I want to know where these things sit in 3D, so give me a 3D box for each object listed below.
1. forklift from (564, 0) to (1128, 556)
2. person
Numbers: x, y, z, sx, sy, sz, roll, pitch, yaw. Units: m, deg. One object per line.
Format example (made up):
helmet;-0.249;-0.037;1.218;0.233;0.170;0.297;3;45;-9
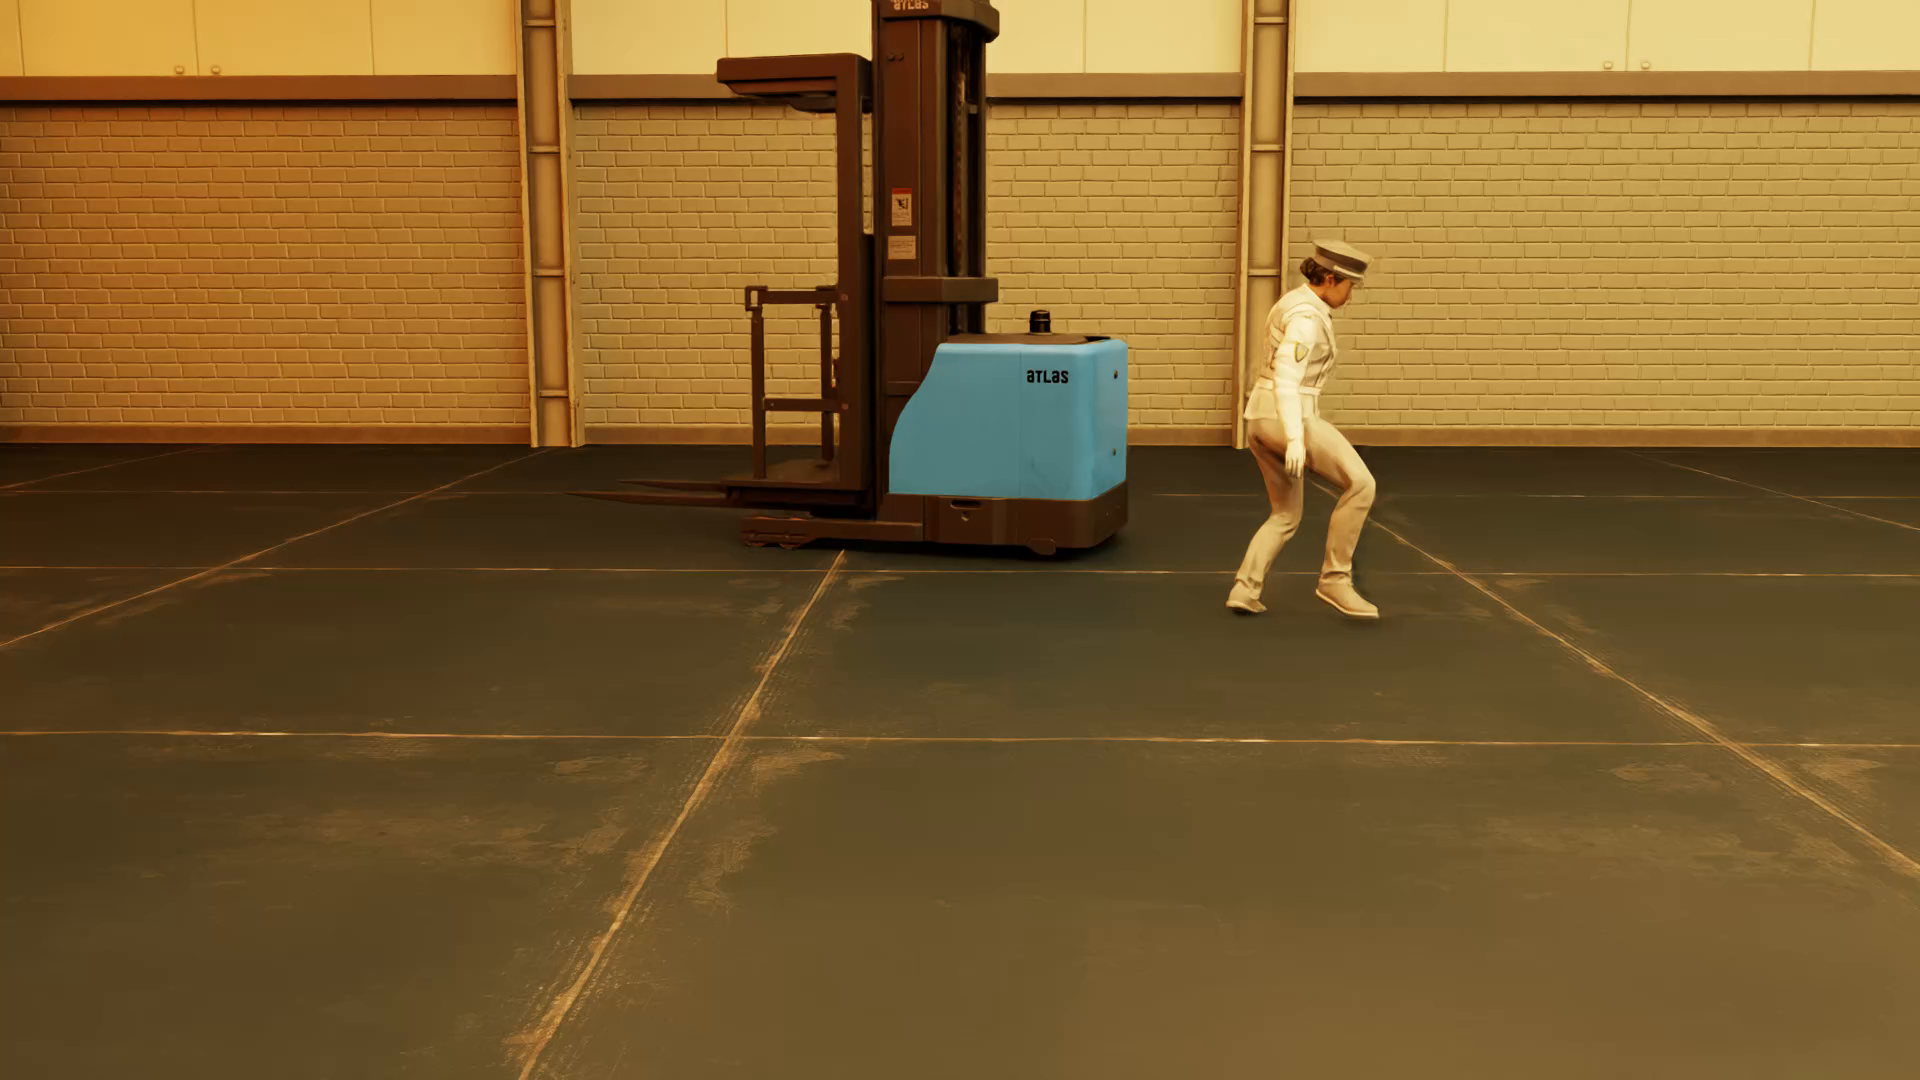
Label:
forklift;-0.654;-1.473;8.939;3.031;2.935;1.130;3;9;16
person;1.388;-0.450;7.013;0.550;1.600;1.059;-1;9;-3
